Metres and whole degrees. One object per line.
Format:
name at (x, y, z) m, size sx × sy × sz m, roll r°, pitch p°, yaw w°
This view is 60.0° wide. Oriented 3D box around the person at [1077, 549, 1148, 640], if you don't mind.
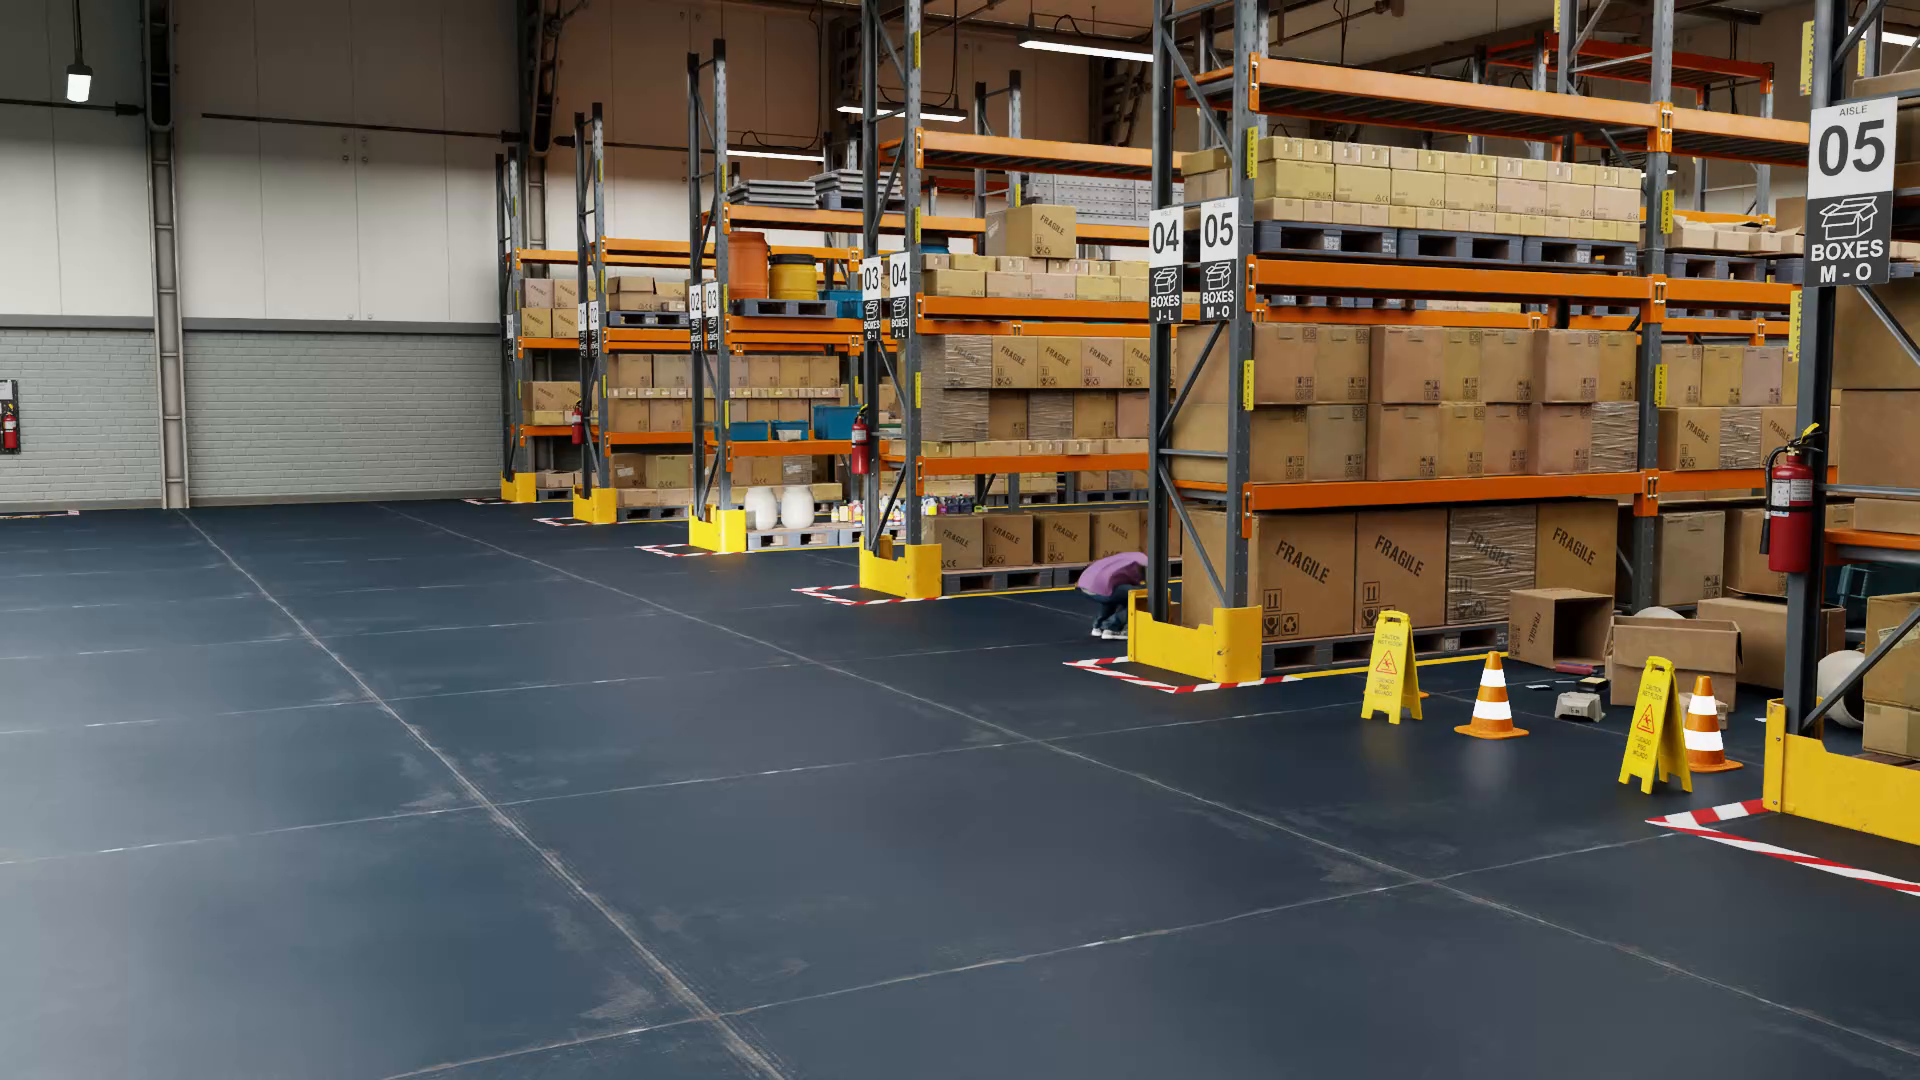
person at (1.303, 0.446, 13.104) m, size 0.847 × 0.735 × 0.423 m, roll -3°, pitch 6°, yaw -30°
